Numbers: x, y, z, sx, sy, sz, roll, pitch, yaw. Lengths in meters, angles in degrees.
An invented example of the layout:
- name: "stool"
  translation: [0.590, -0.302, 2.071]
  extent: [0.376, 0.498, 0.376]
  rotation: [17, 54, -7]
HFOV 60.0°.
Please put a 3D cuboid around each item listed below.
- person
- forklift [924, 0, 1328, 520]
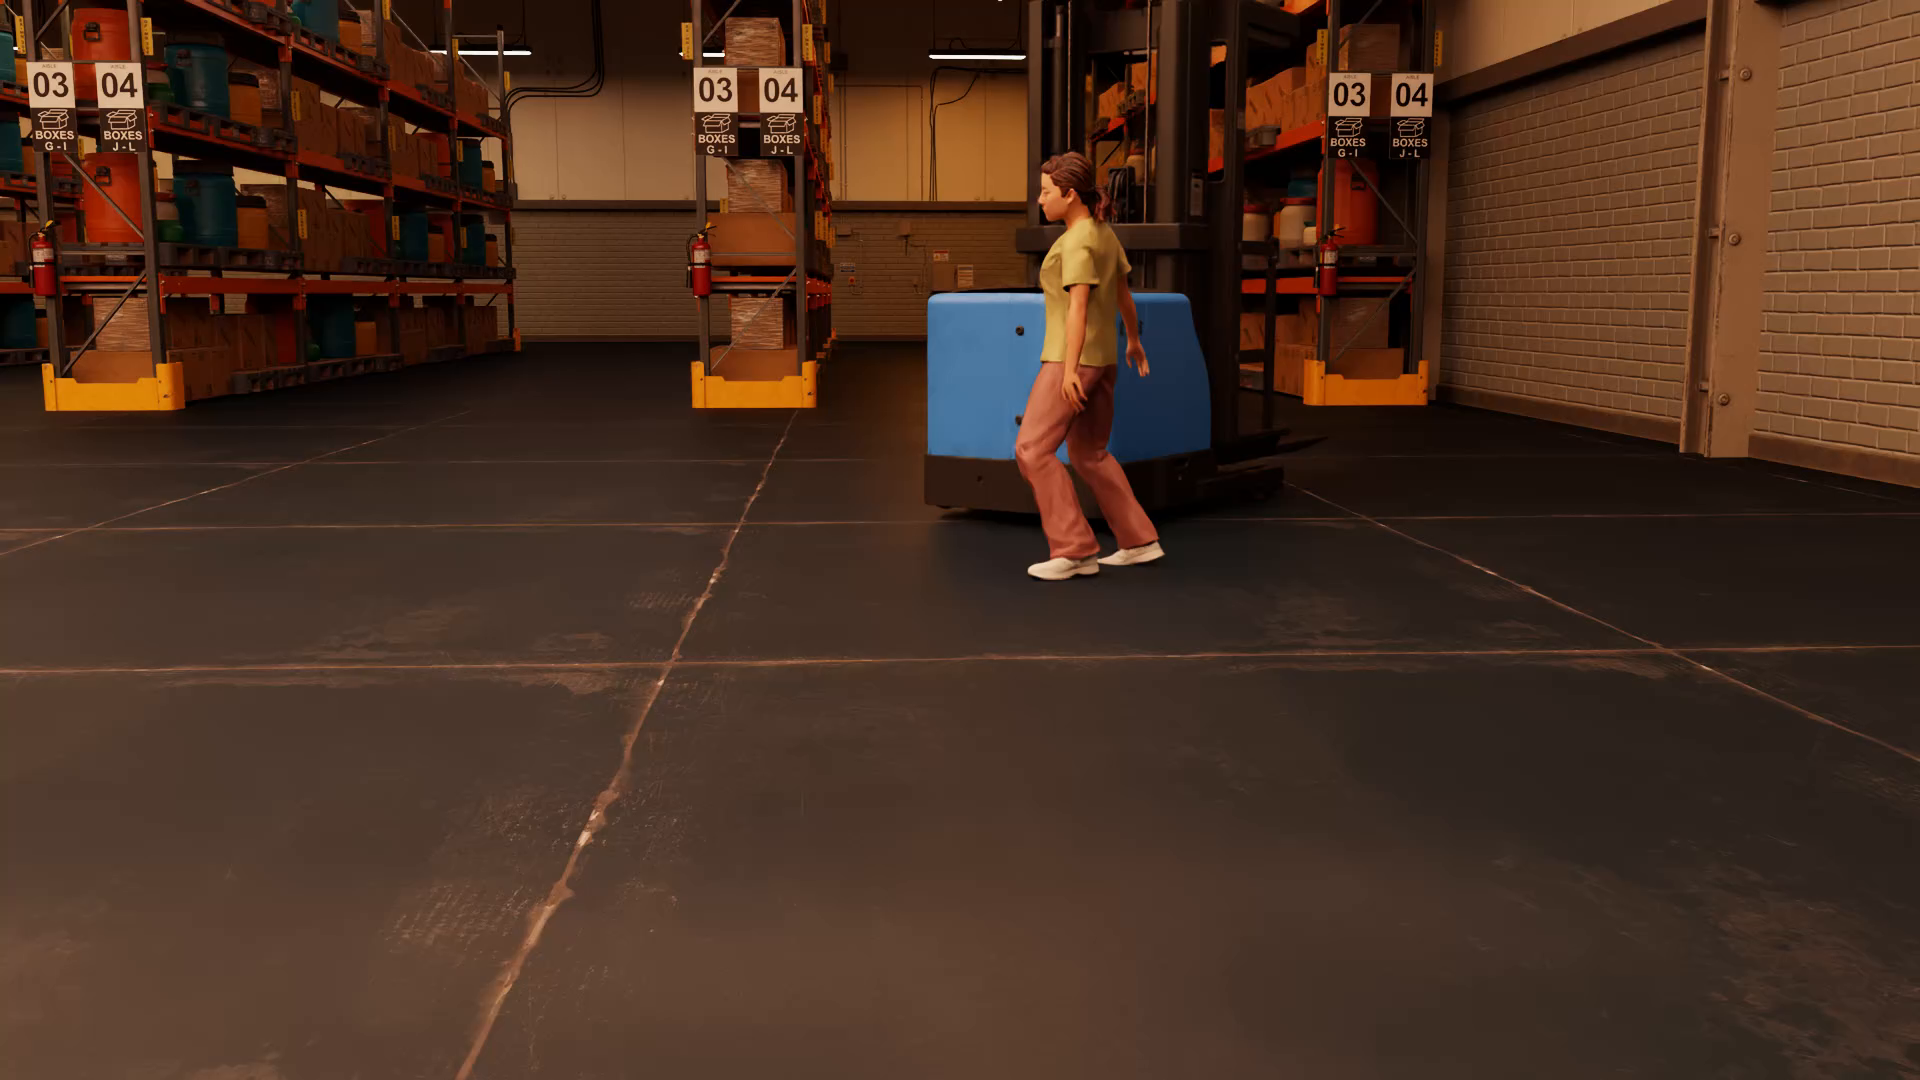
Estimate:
- name: "person"
  translation: [0.540, -0.665, 6.479]
  extent: [0.480, 1.646, 0.816]
  rotation: [4, 9, 26]
- name: "forklift"
  translation: [1.076, -1.692, 8.727]
  extent: [1.130, 2.935, 3.031]
  rotation: [6, 10, 34]
